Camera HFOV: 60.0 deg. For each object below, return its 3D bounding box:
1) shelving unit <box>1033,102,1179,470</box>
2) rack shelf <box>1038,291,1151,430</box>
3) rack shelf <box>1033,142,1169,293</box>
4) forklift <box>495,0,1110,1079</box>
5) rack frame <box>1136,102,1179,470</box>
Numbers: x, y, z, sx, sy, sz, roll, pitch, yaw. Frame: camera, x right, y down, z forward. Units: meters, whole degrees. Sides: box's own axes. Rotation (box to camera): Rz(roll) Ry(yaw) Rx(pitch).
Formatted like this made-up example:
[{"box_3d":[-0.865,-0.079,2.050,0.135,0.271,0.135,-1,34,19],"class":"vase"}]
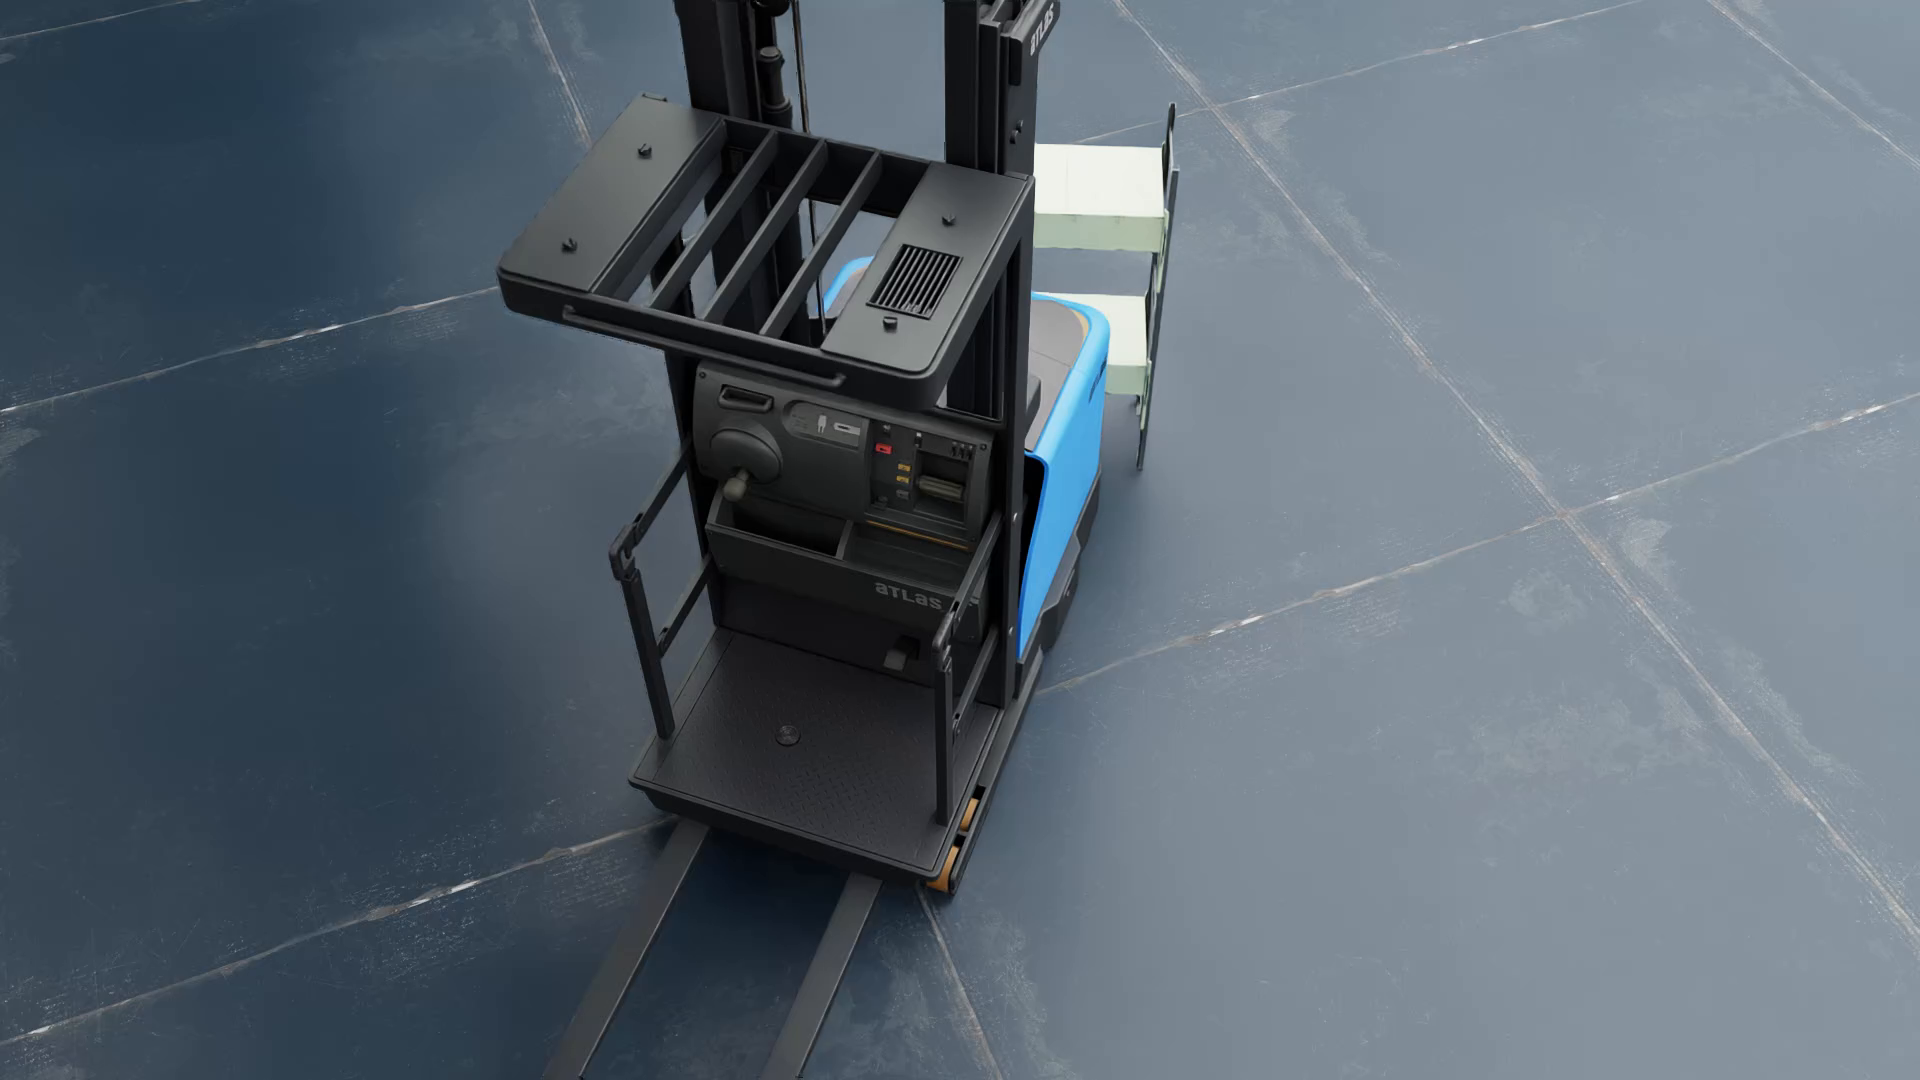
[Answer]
[{"box_3d":[0.387,-0.945,6.414,0.755,1.500,0.431,2,49,2],"class":"shelving unit"},{"box_3d":[0.387,-0.733,6.661,0.720,0.370,0.431,2,49,2],"class":"rack shelf"},{"box_3d":[0.387,-1.199,6.118,0.720,0.370,0.431,2,49,2],"class":"rack shelf"},{"box_3d":[-0.426,-0.140,4.779,1.130,2.935,3.031,15,51,13],"class":"forklift"},{"box_3d":[0.752,-0.930,6.401,0.023,1.500,0.400,2,49,2],"class":"rack frame"}]
